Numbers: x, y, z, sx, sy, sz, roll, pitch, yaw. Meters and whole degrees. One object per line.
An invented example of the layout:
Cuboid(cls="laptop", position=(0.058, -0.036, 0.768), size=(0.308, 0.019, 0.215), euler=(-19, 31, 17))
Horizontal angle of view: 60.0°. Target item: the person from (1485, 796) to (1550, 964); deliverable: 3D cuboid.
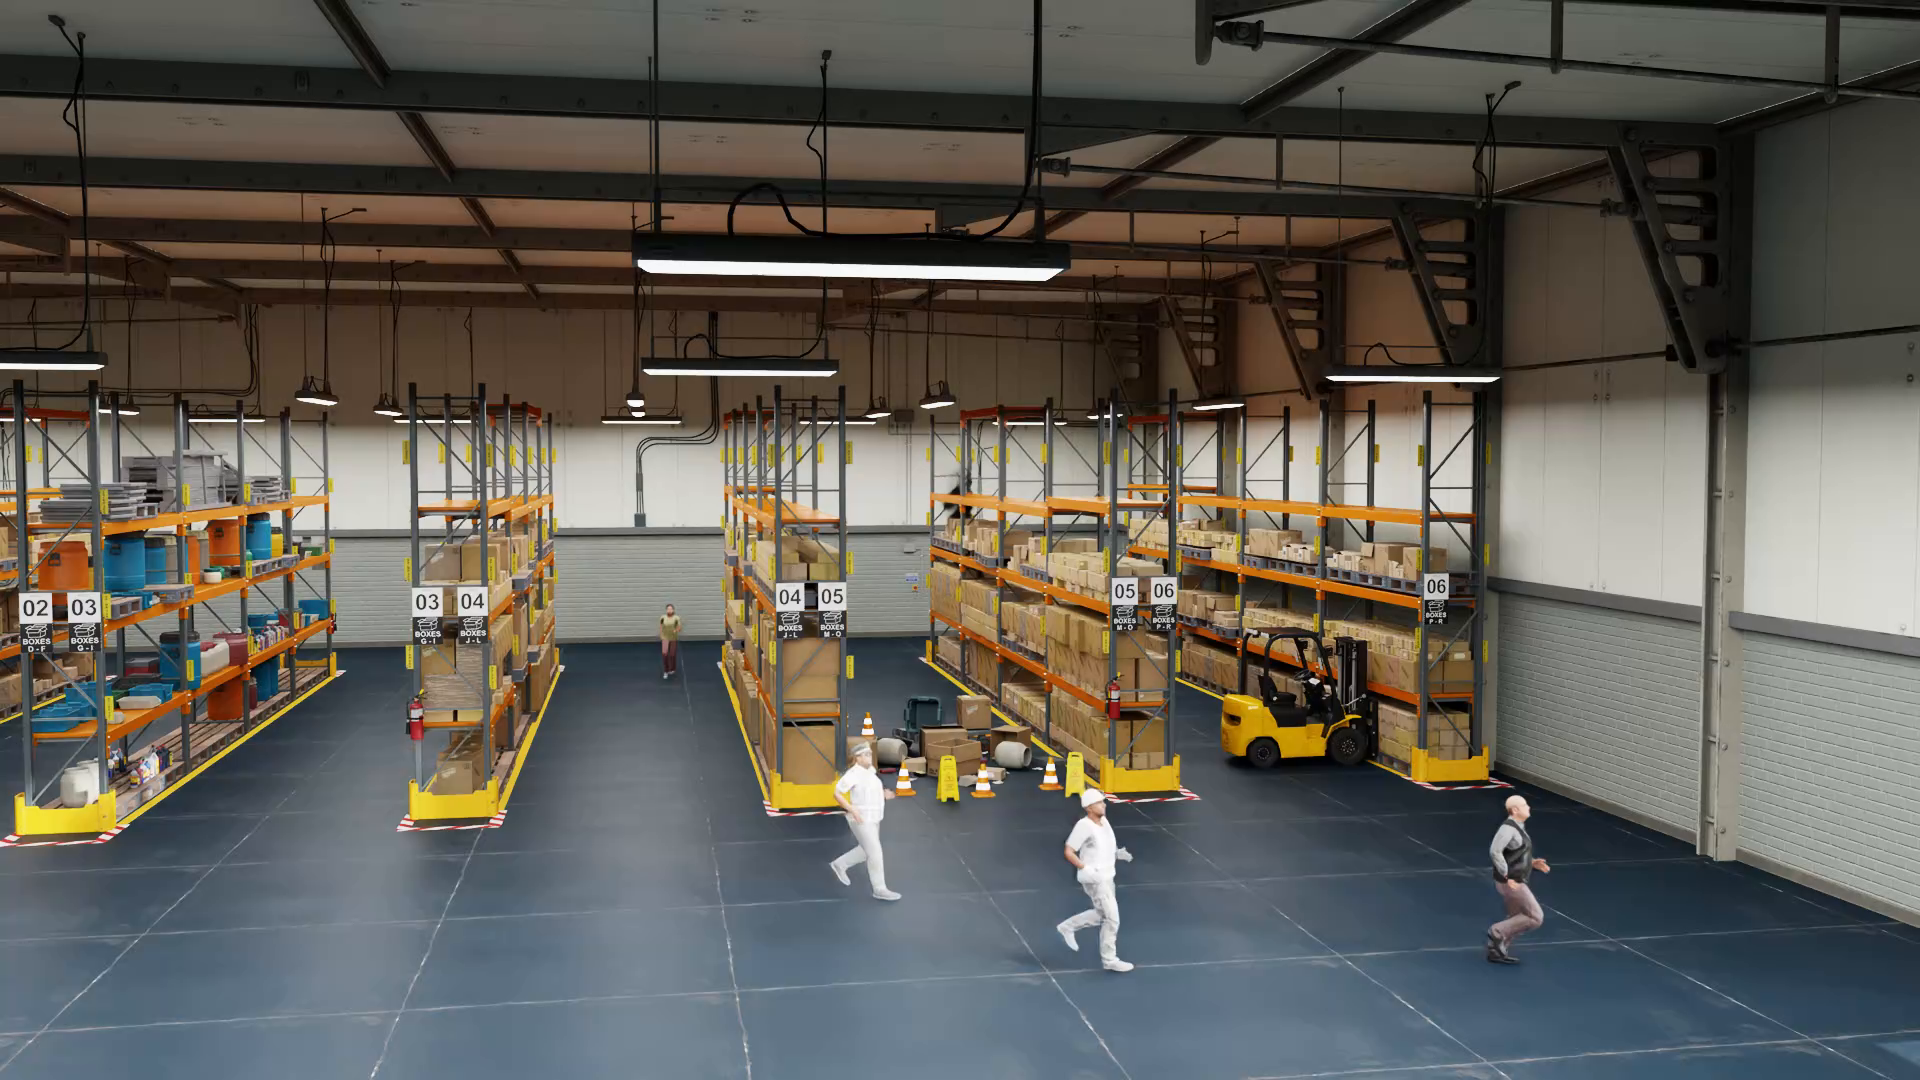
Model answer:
Cuboid(cls="person", position=(5.474, 3.340, 16.327), size=(0.591, 1.663, 0.603), euler=(1, 3, 23))

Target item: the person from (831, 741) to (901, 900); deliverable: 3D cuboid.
Cuboid(cls="person", position=(-1.091, 3.151, 18.843), size=(0.953, 1.755, 0.672), euler=(1, 3, 24))

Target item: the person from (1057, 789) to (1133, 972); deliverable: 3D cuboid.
Cuboid(cls="person", position=(1.305, 3.303, 16.244), size=(0.839, 1.752, 0.697), euler=(1, 3, 26))

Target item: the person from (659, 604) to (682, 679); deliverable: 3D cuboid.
Cuboid(cls="person", position=(-6.537, 2.280, 37.563), size=(0.516, 1.698, 0.806), euler=(0, 3, -9))
